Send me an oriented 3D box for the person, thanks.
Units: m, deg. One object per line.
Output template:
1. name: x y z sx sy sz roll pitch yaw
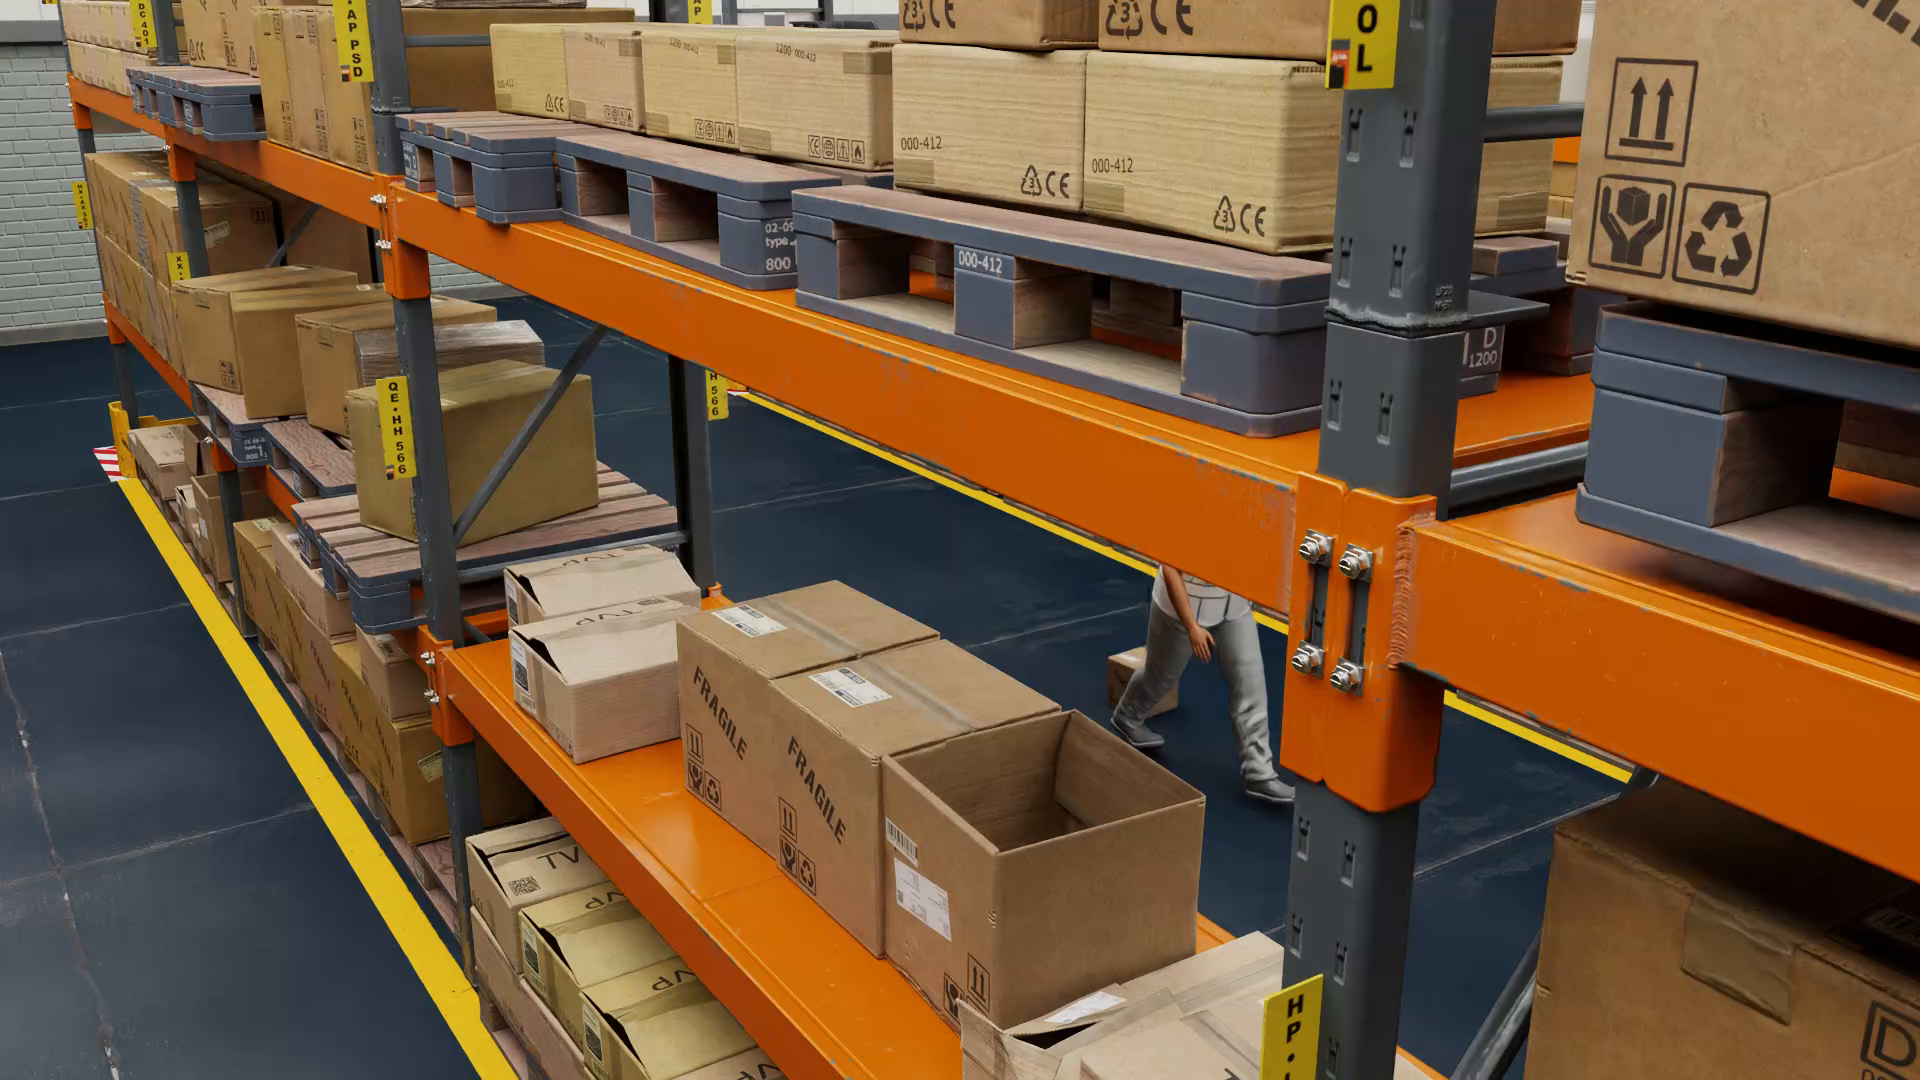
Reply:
1. person: 1.058 0.293 7.180 0.513 1.589 1.075 -9 20 -25
